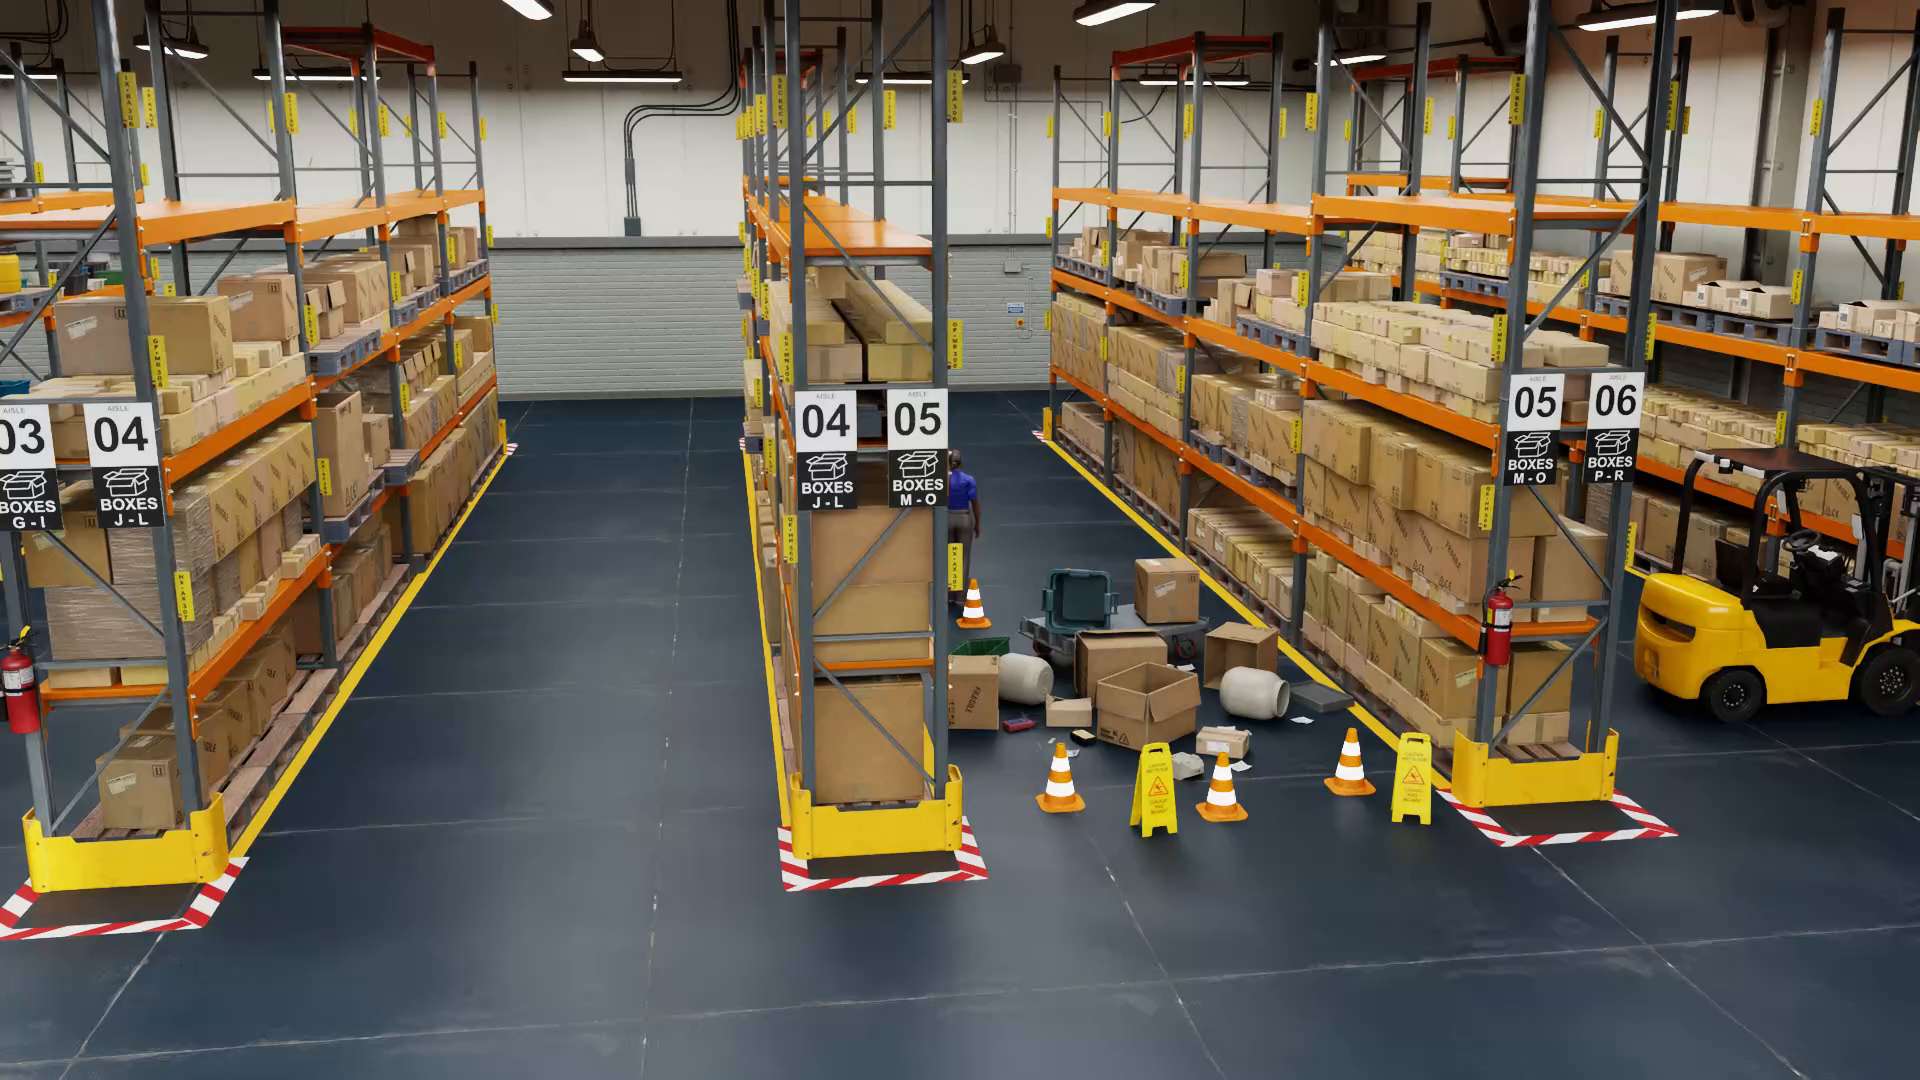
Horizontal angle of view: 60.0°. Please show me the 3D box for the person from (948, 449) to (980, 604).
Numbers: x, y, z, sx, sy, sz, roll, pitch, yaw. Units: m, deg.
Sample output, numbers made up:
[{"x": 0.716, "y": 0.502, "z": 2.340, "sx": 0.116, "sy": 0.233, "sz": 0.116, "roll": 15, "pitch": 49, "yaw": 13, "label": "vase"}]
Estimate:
[{"x": -0.044, "y": -0.146, "z": 17.553, "sx": 0.502, "sy": 1.653, "sz": 0.388, "roll": 1, "pitch": 13, "yaw": 3, "label": "person"}]
